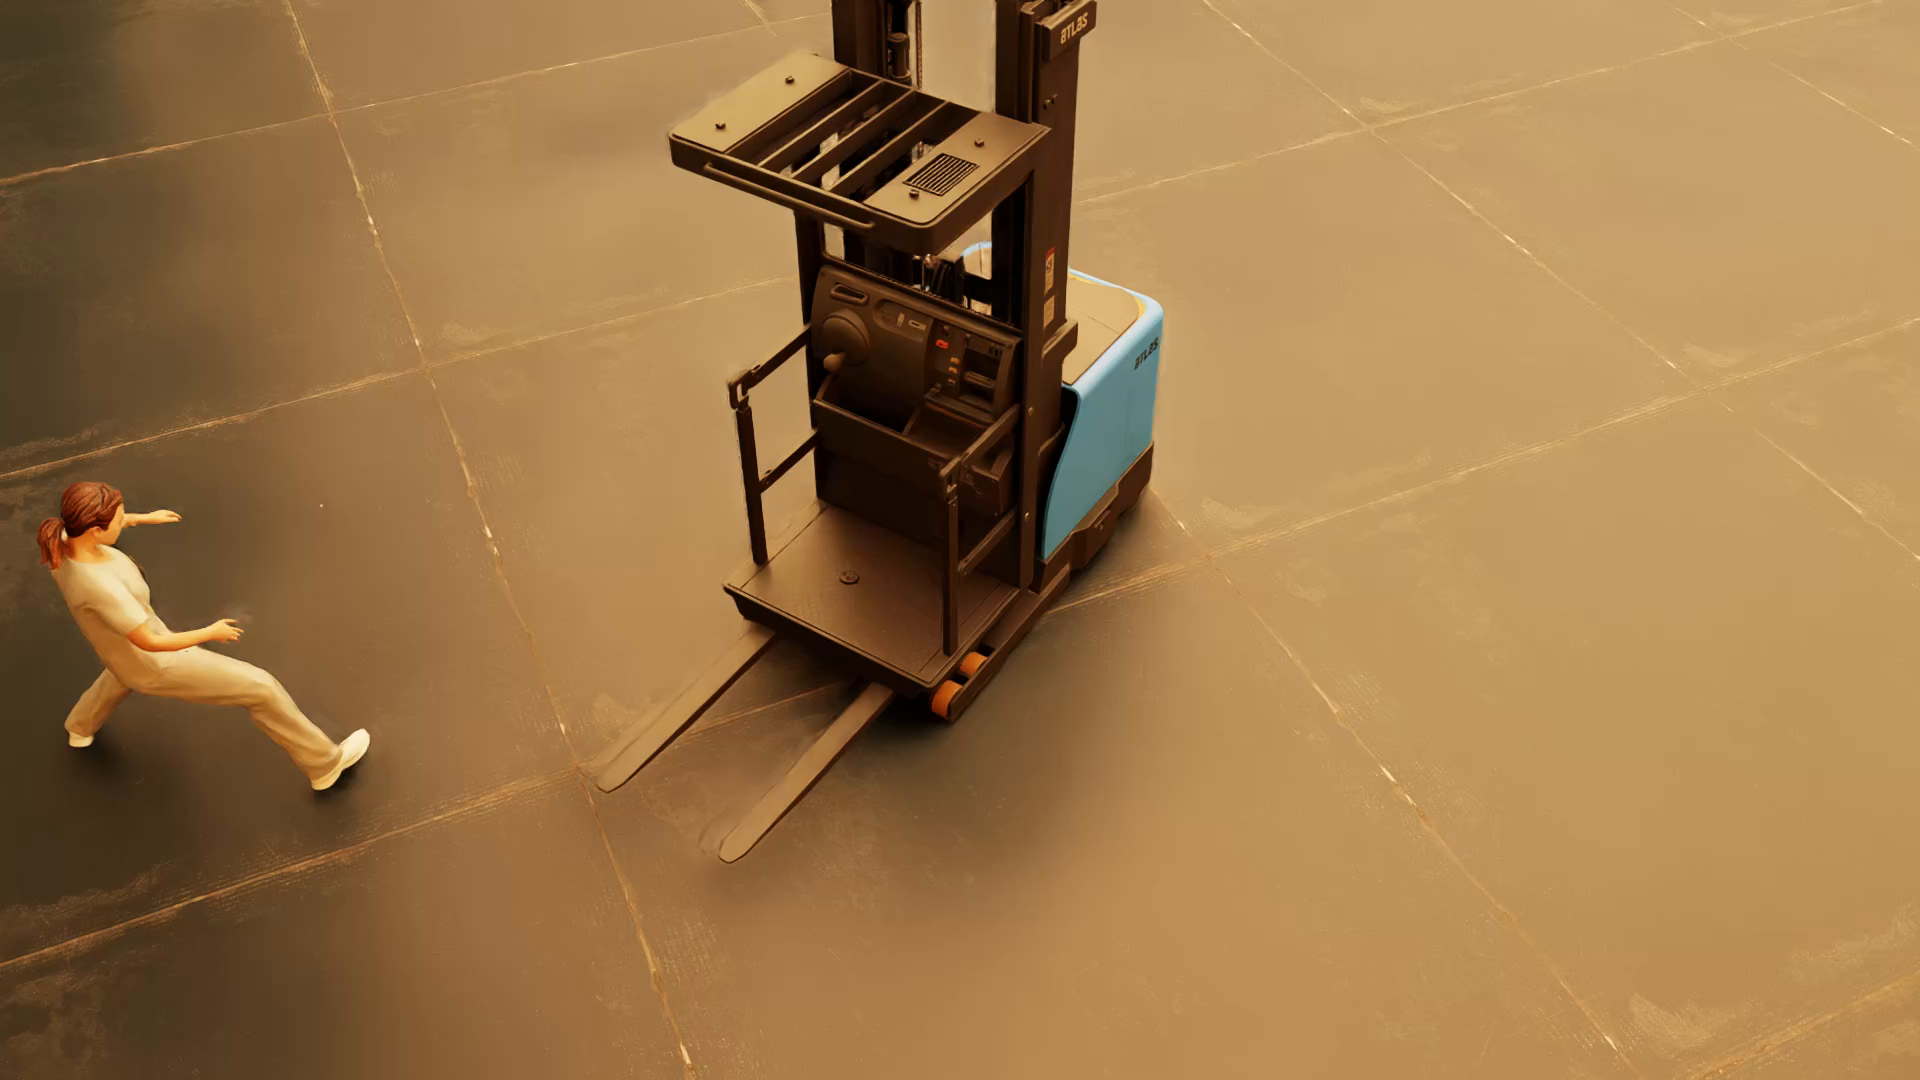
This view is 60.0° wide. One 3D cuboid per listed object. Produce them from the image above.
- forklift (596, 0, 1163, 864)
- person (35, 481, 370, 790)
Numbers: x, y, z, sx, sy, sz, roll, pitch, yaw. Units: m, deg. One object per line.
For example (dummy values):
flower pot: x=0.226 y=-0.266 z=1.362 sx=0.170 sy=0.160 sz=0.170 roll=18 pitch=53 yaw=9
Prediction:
forklift: x=-0.308 y=-0.687 z=6.417 sx=1.130 sy=2.935 sz=3.031 roll=24 pitch=48 yaw=24
person: x=-3.075 y=0.309 z=6.410 sx=0.960 sy=1.501 sz=1.109 roll=-30 pitch=51 yaw=-28
